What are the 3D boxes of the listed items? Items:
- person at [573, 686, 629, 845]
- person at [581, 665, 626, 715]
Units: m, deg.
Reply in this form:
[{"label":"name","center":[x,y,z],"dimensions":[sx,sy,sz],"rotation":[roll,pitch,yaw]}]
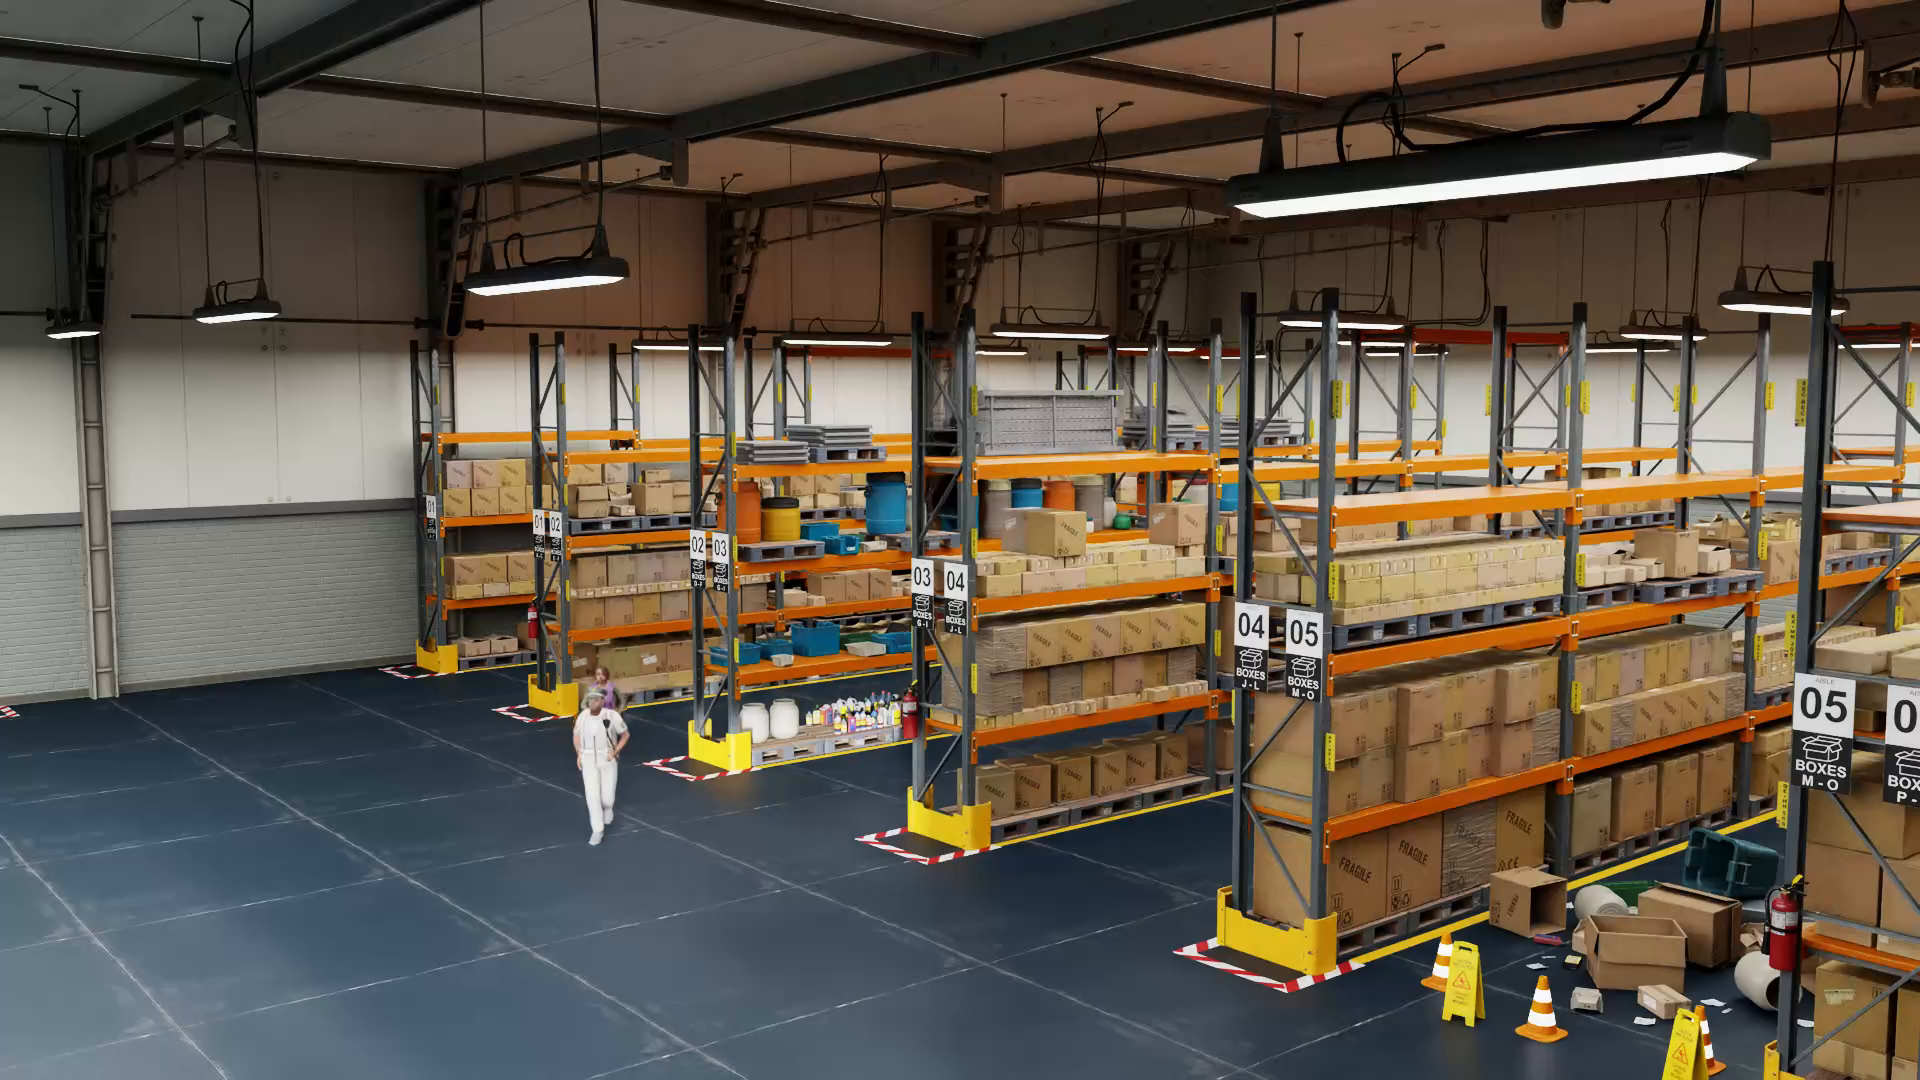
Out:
[{"label":"person","center":[-4.120,2.543,19.031],"dimensions":[0.657,1.775,0.654],"rotation":[0,5,-1]},{"label":"person","center":[-4.600,2.395,21.433],"dimensions":[0.563,1.582,0.717],"rotation":[0,5,-2]}]
